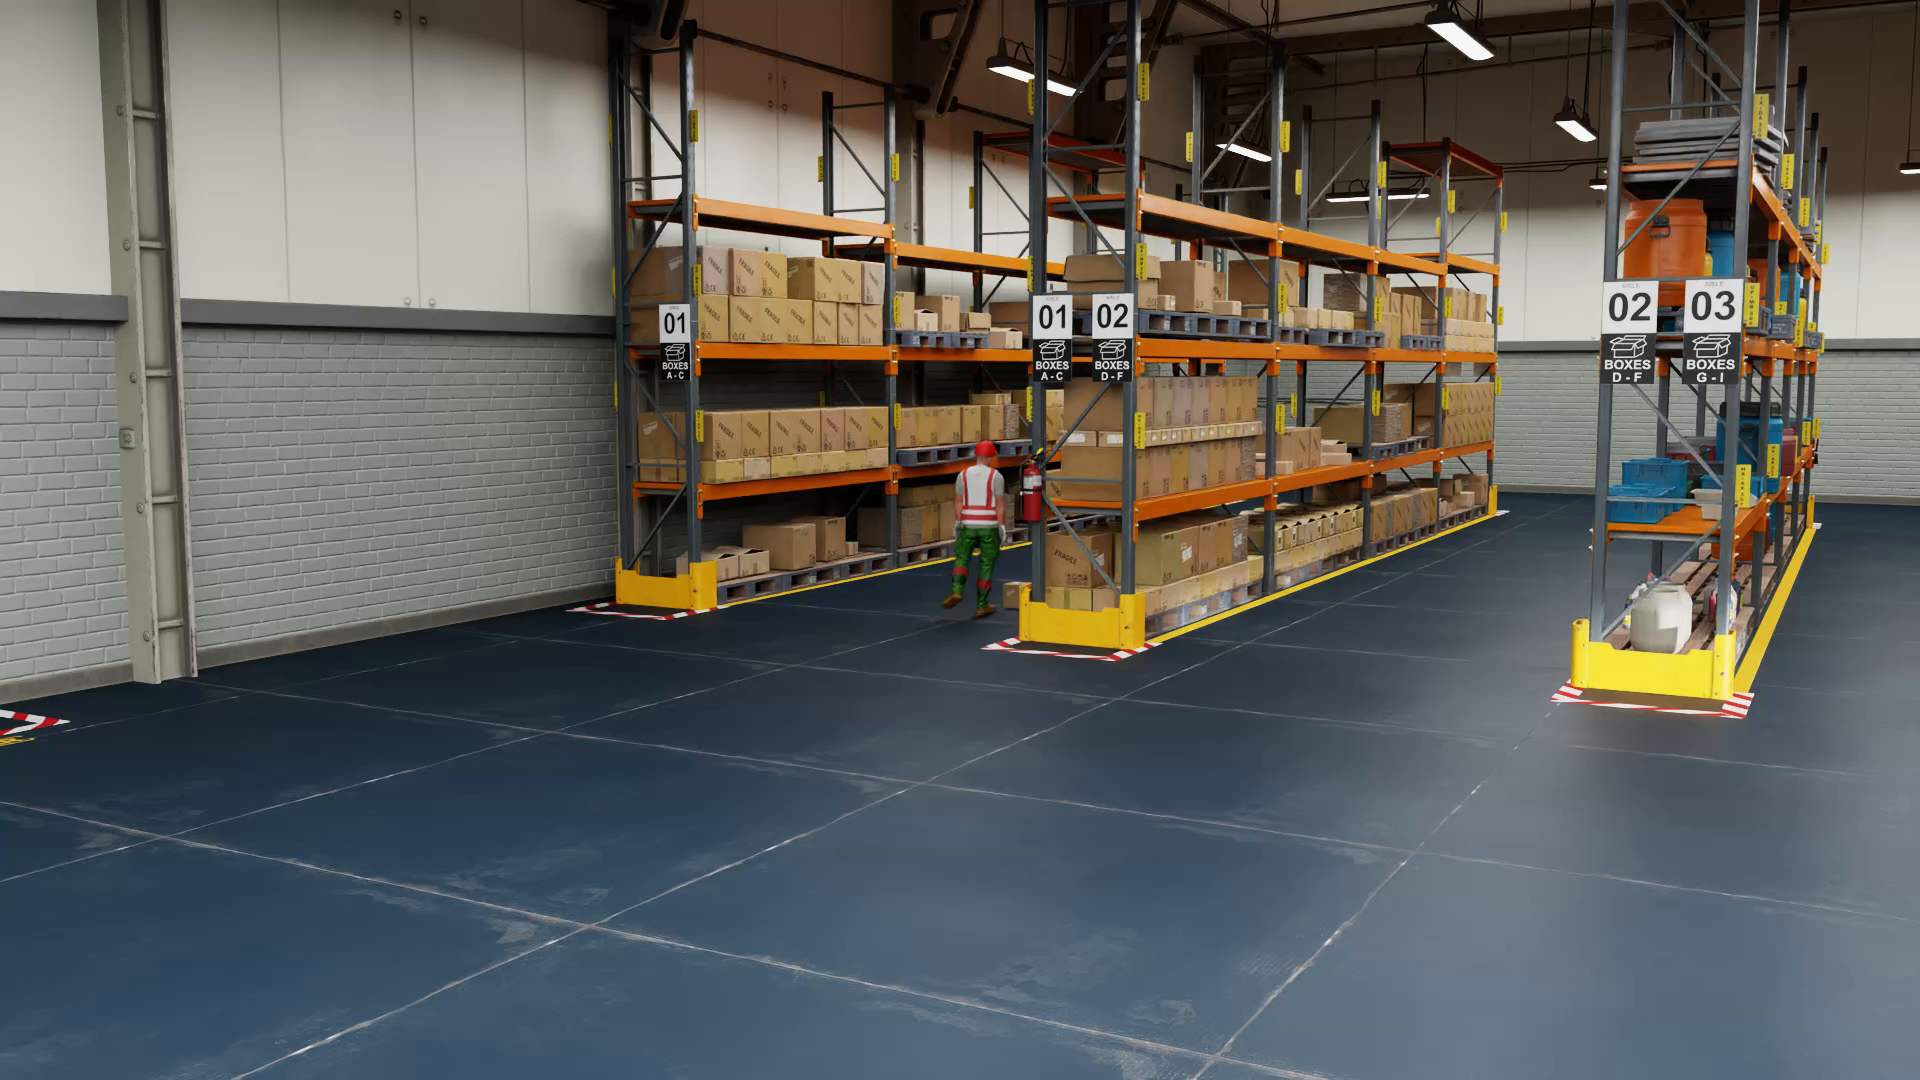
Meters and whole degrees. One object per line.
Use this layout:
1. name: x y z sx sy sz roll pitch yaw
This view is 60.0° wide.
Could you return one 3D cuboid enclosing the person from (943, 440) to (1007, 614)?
1. person: 0.167 -0.125 17.028 0.621 1.787 0.572 2 6 19
